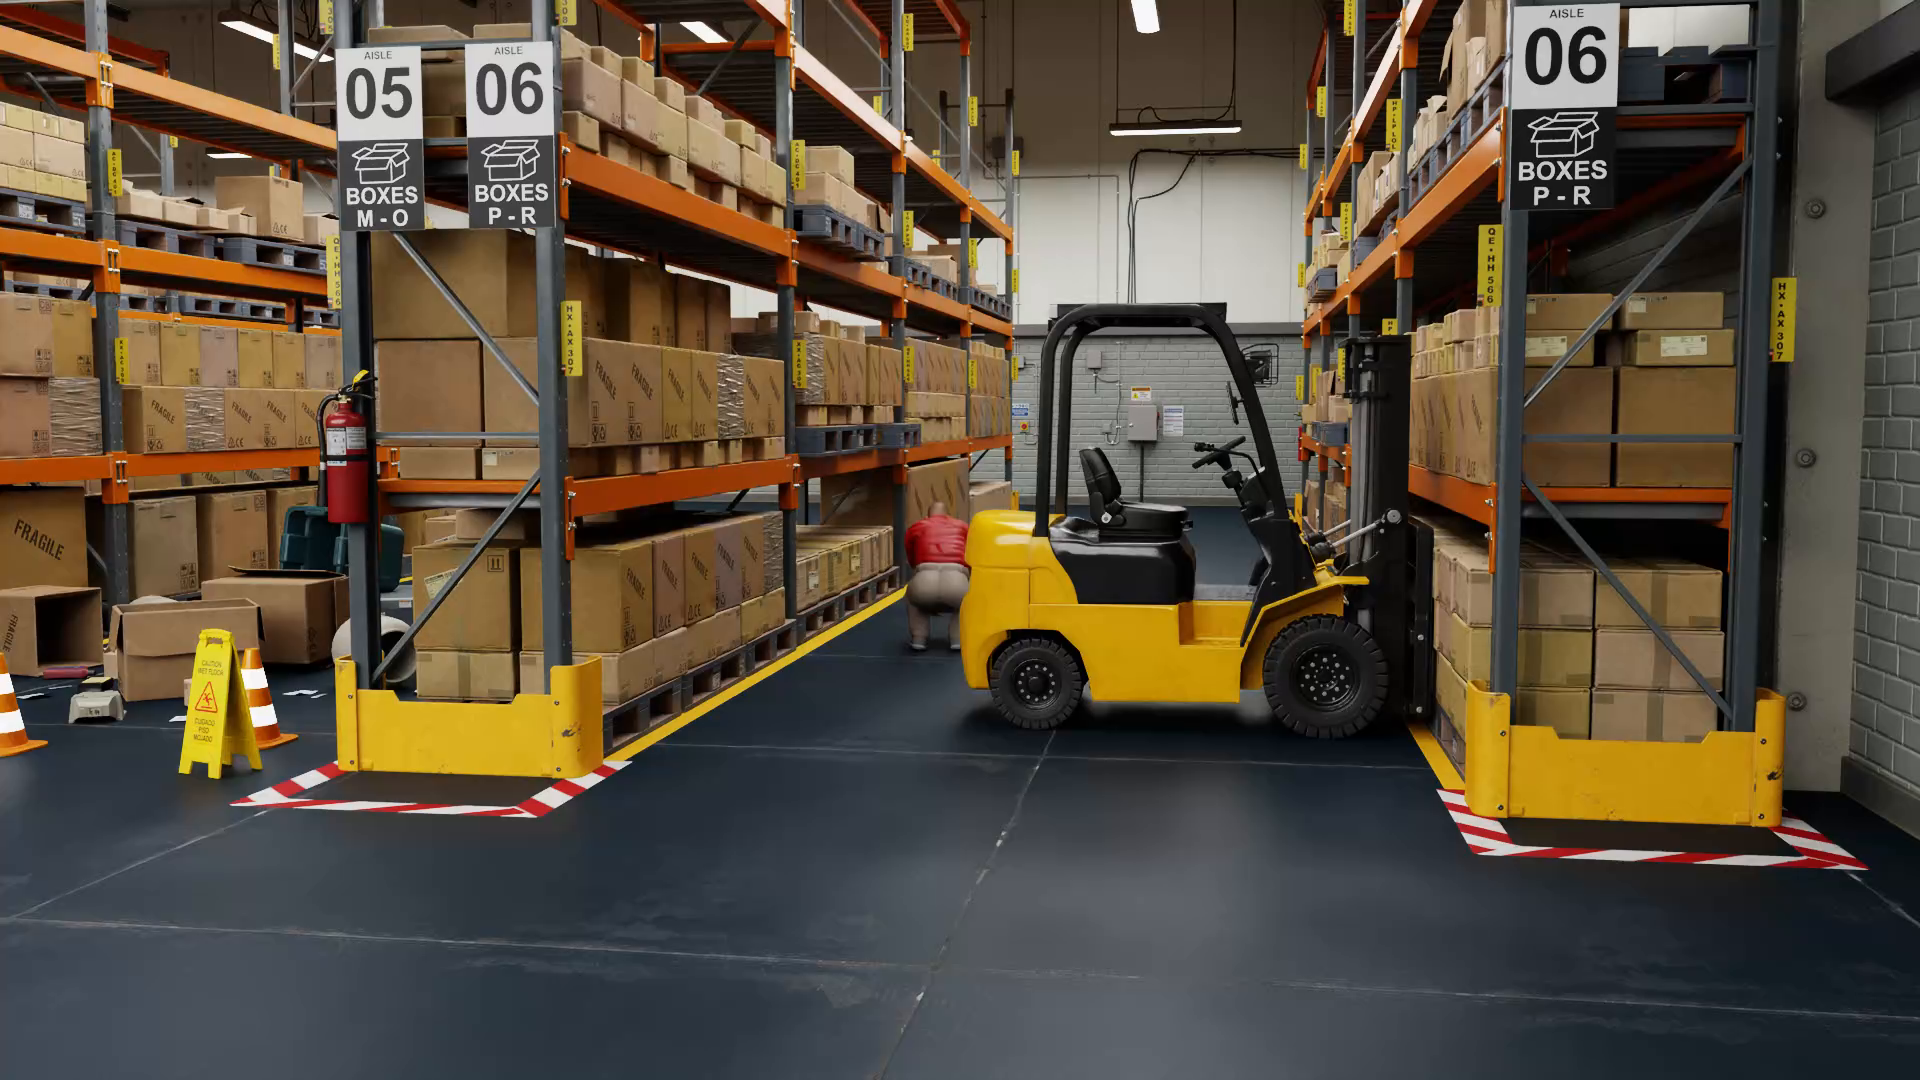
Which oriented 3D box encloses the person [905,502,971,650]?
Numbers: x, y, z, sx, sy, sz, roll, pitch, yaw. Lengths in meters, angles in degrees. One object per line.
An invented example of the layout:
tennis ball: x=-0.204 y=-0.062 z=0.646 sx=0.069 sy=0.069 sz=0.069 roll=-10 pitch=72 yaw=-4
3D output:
person: x=-0.127 y=0.246 z=11.463 sx=0.530 sy=0.989 sz=0.884 roll=0 pitch=4 yaw=5
